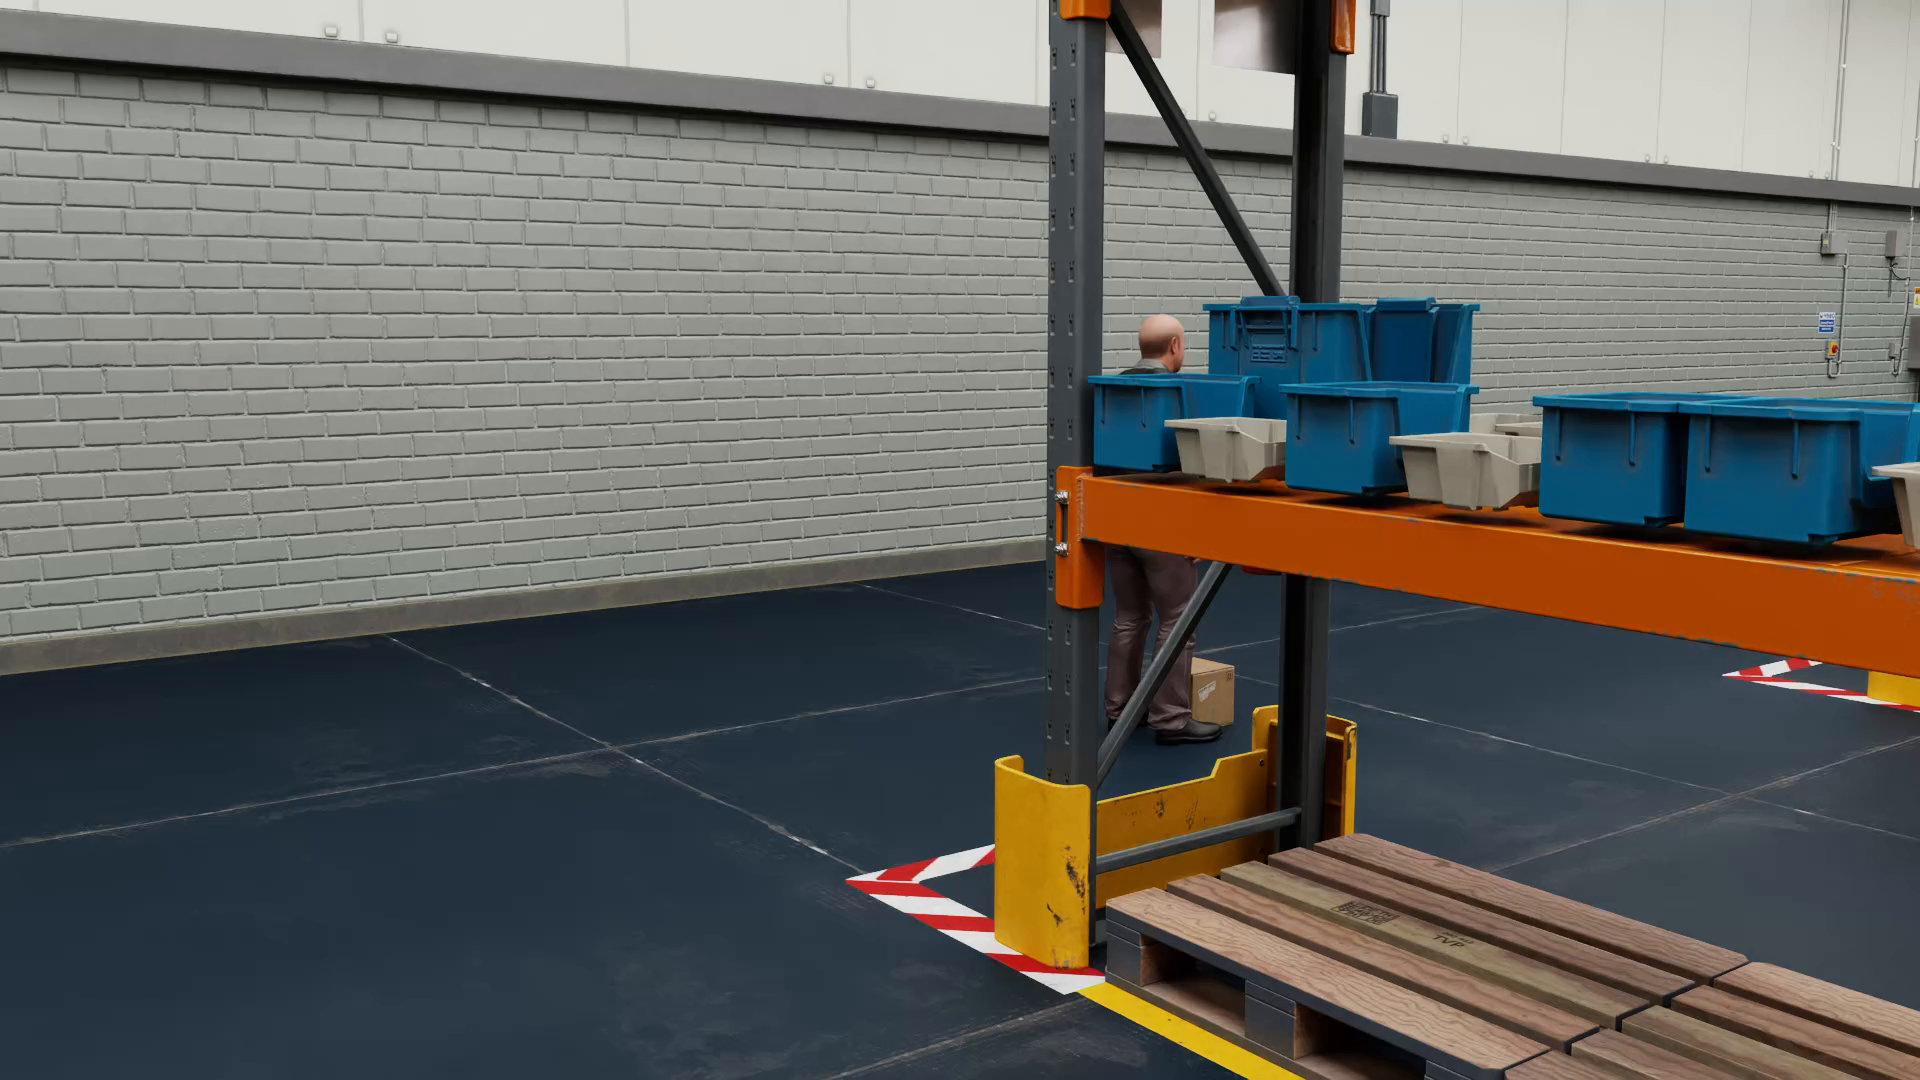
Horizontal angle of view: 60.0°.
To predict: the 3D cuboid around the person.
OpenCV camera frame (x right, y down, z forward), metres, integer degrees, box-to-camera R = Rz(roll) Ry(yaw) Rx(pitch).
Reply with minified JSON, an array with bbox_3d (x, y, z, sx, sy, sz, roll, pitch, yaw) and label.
[{"bbox_3d":[0.762,-0.053,6.782,0.412,1.721,0.587,-6,10,-37],"label":"person"}]
